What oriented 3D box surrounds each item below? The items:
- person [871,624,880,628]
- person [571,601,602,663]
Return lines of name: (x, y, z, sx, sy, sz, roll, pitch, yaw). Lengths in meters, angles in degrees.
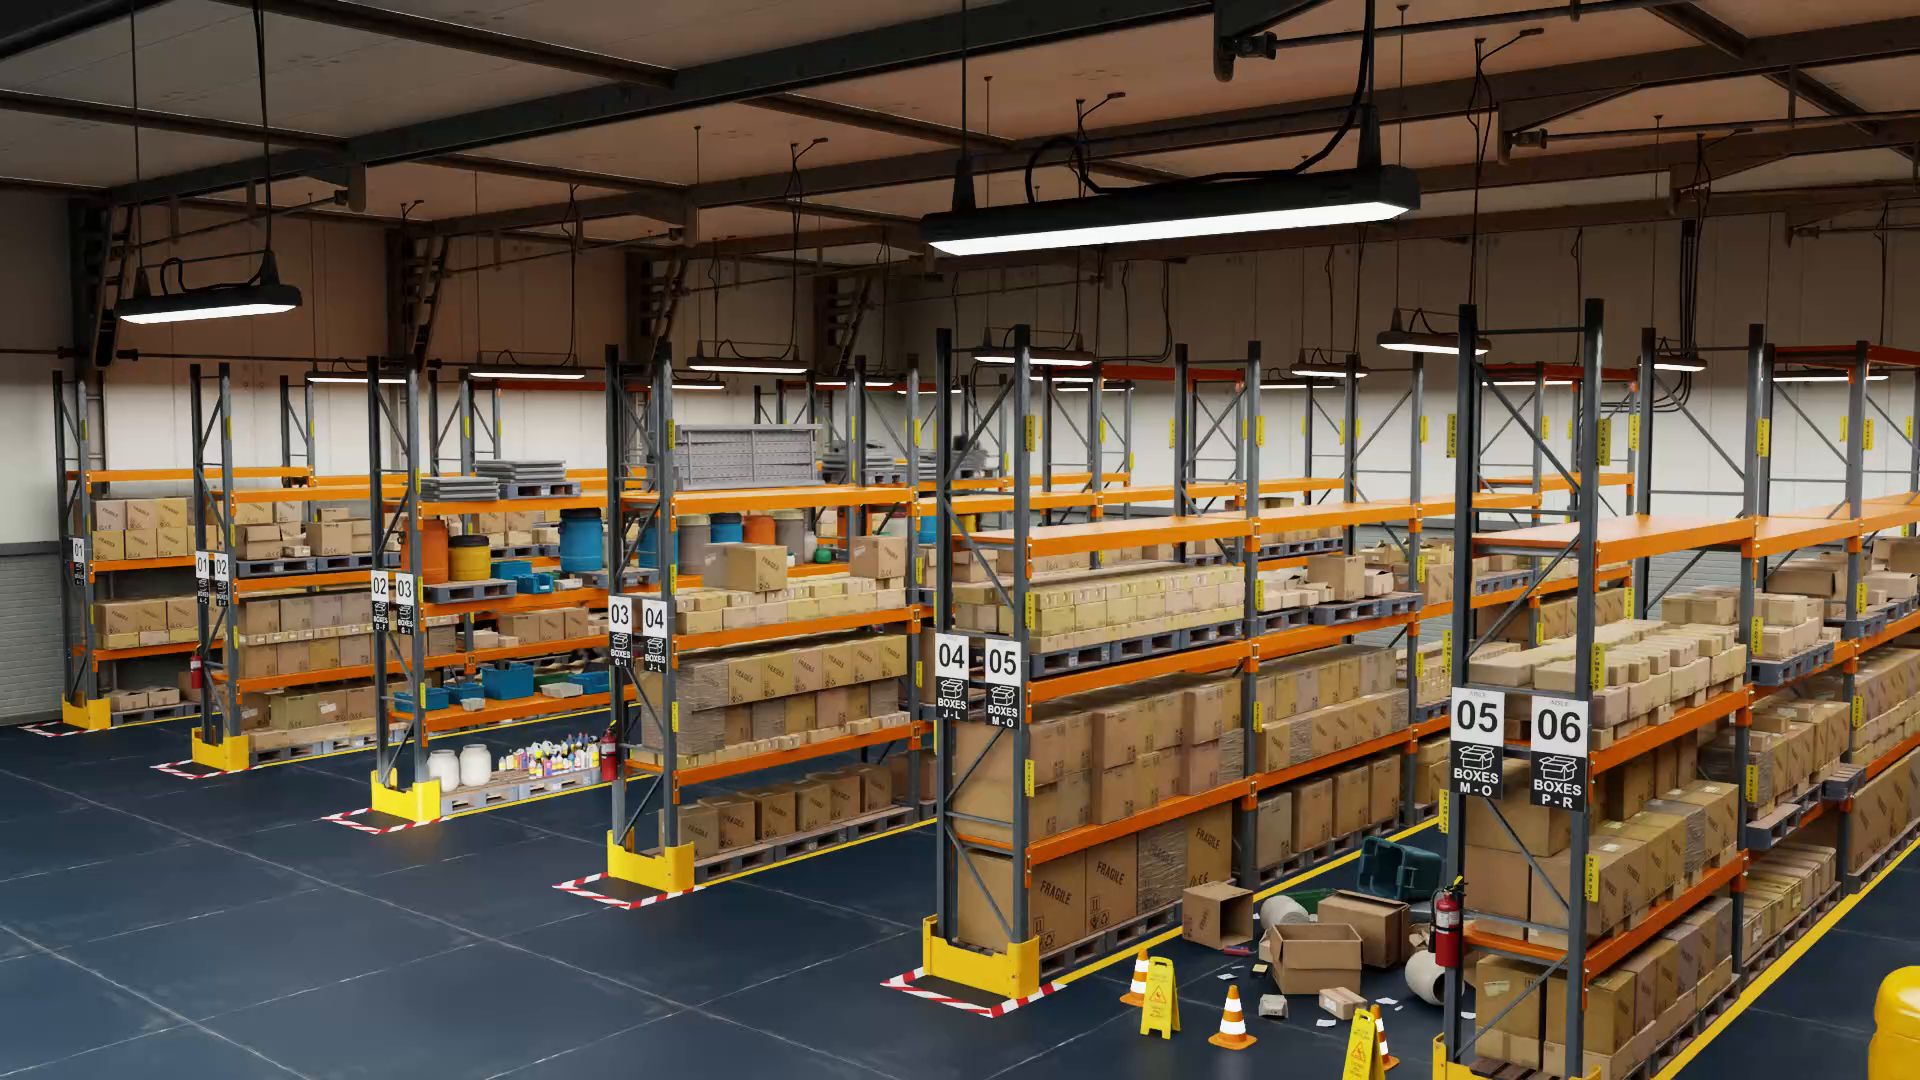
person: (-1.490, 1.983, 33.161, 0.583, 1.581, 0.832, 2, 5, 25)
person: (-7.651, 1.929, 33.739, 0.571, 1.621, 0.856, 2, 5, 28)
